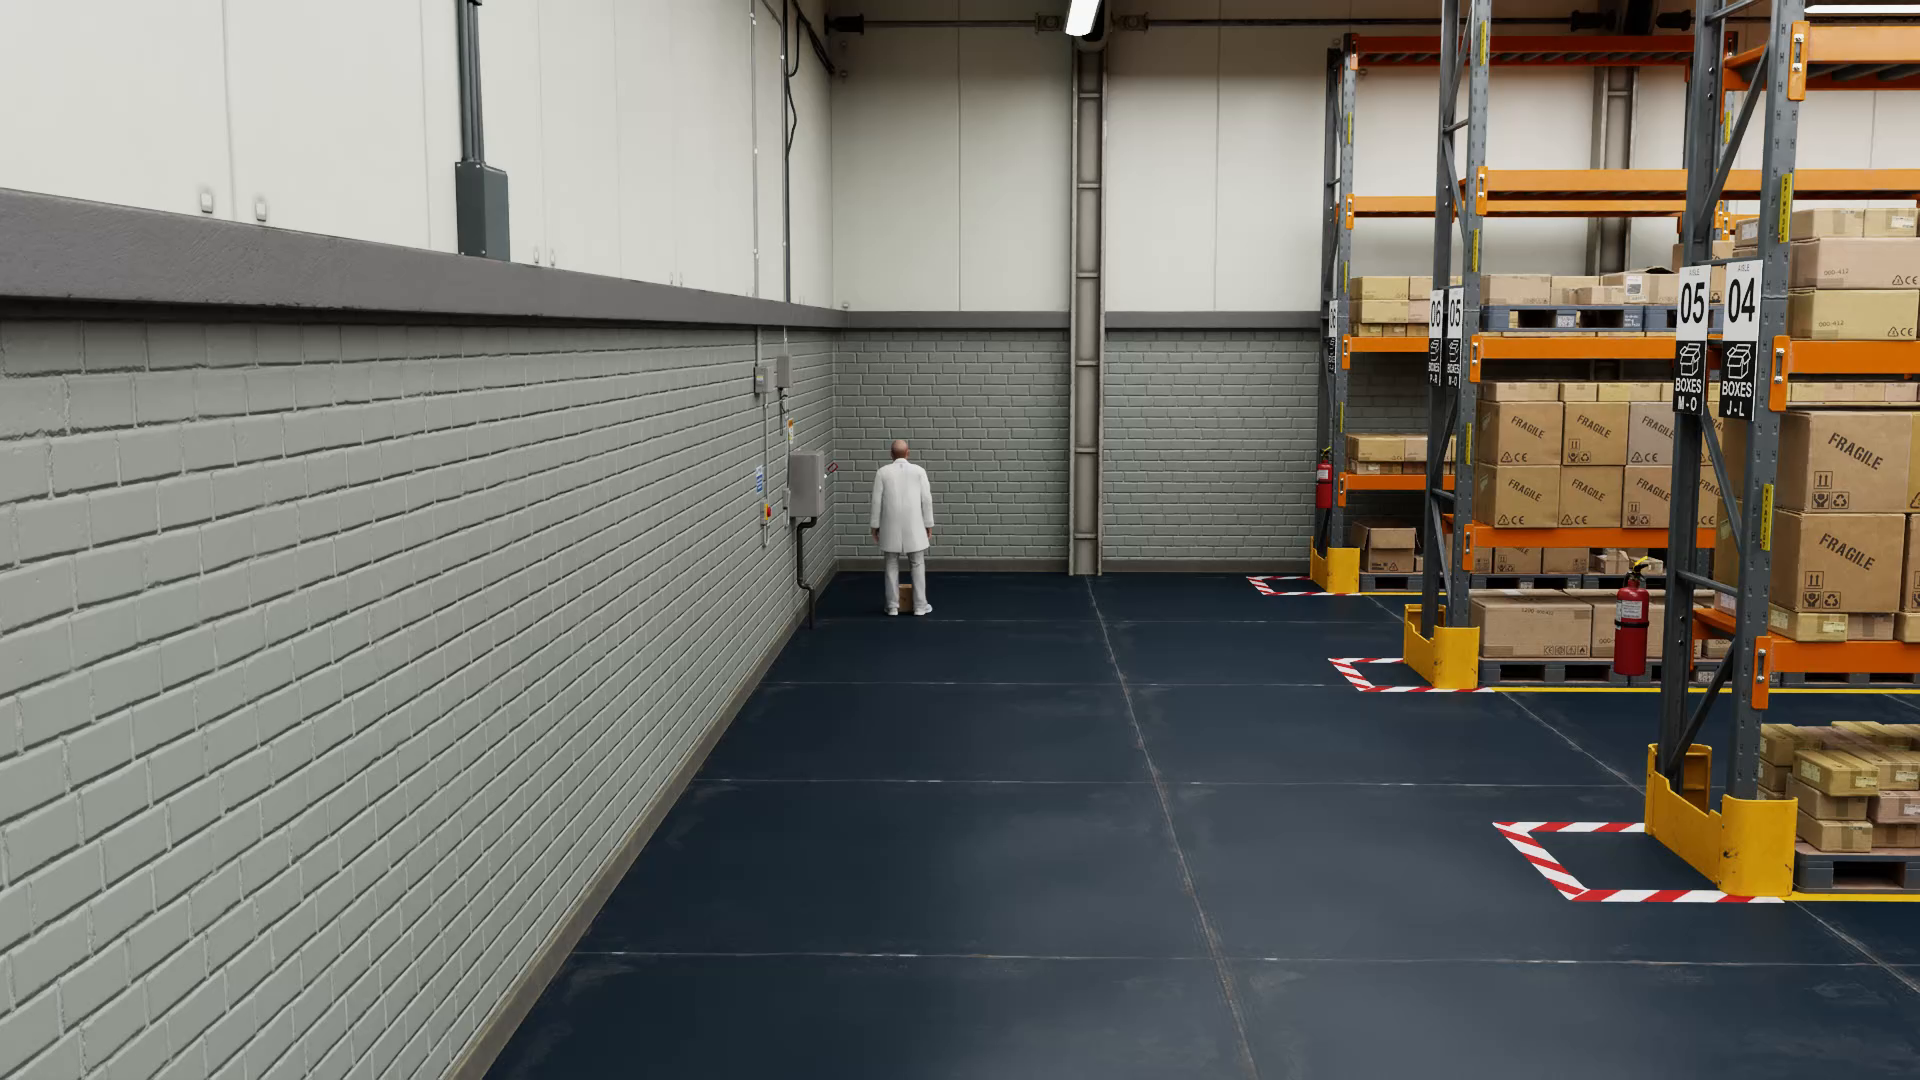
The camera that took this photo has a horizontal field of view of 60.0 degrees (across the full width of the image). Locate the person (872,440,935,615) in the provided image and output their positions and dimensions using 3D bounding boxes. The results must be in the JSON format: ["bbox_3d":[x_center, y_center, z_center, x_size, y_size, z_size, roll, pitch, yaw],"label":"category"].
[{"bbox_3d":[-0.570,-0.127,16.850,0.640,1.773,0.428,0,7,1],"label":"person"}]
